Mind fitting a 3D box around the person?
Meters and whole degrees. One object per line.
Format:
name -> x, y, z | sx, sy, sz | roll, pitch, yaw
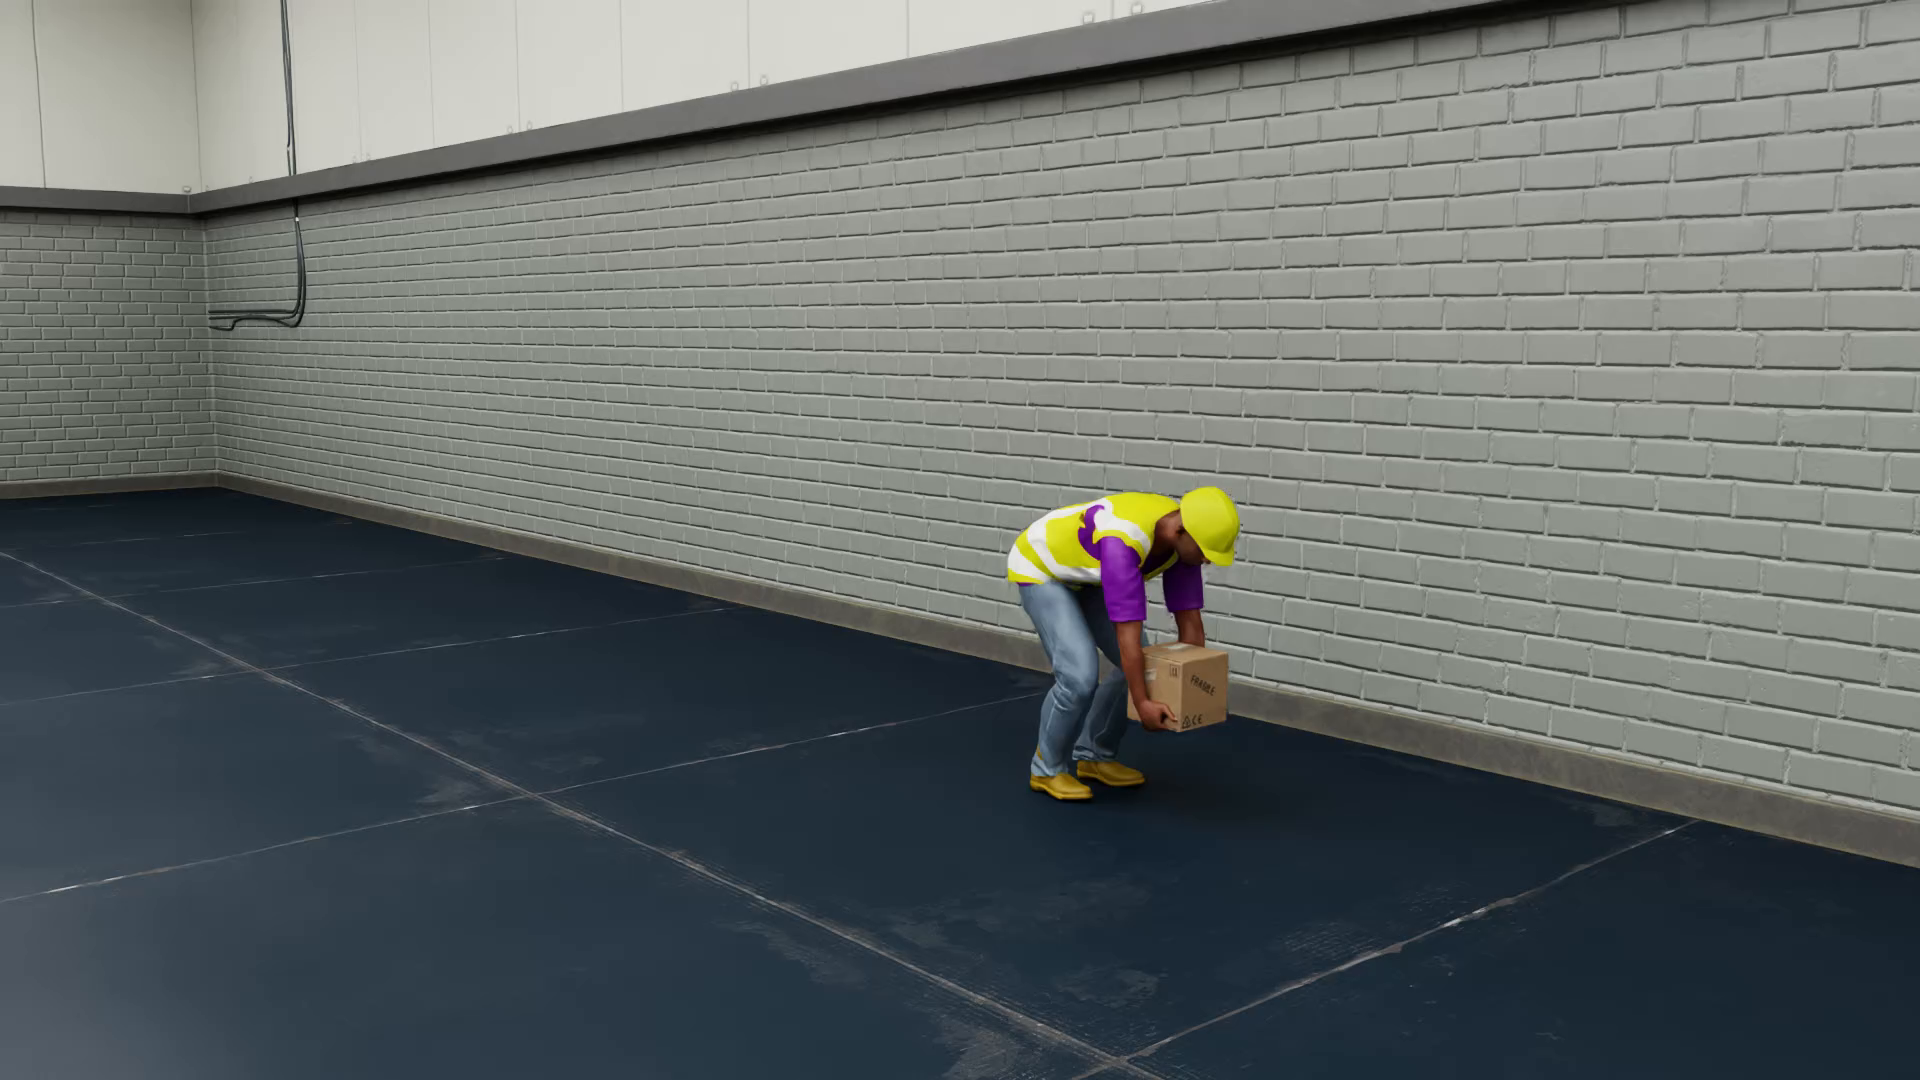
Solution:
person -> 0.611, 0.369, 6.088 | 0.501, 1.185, 0.954 | -7, 10, -43
